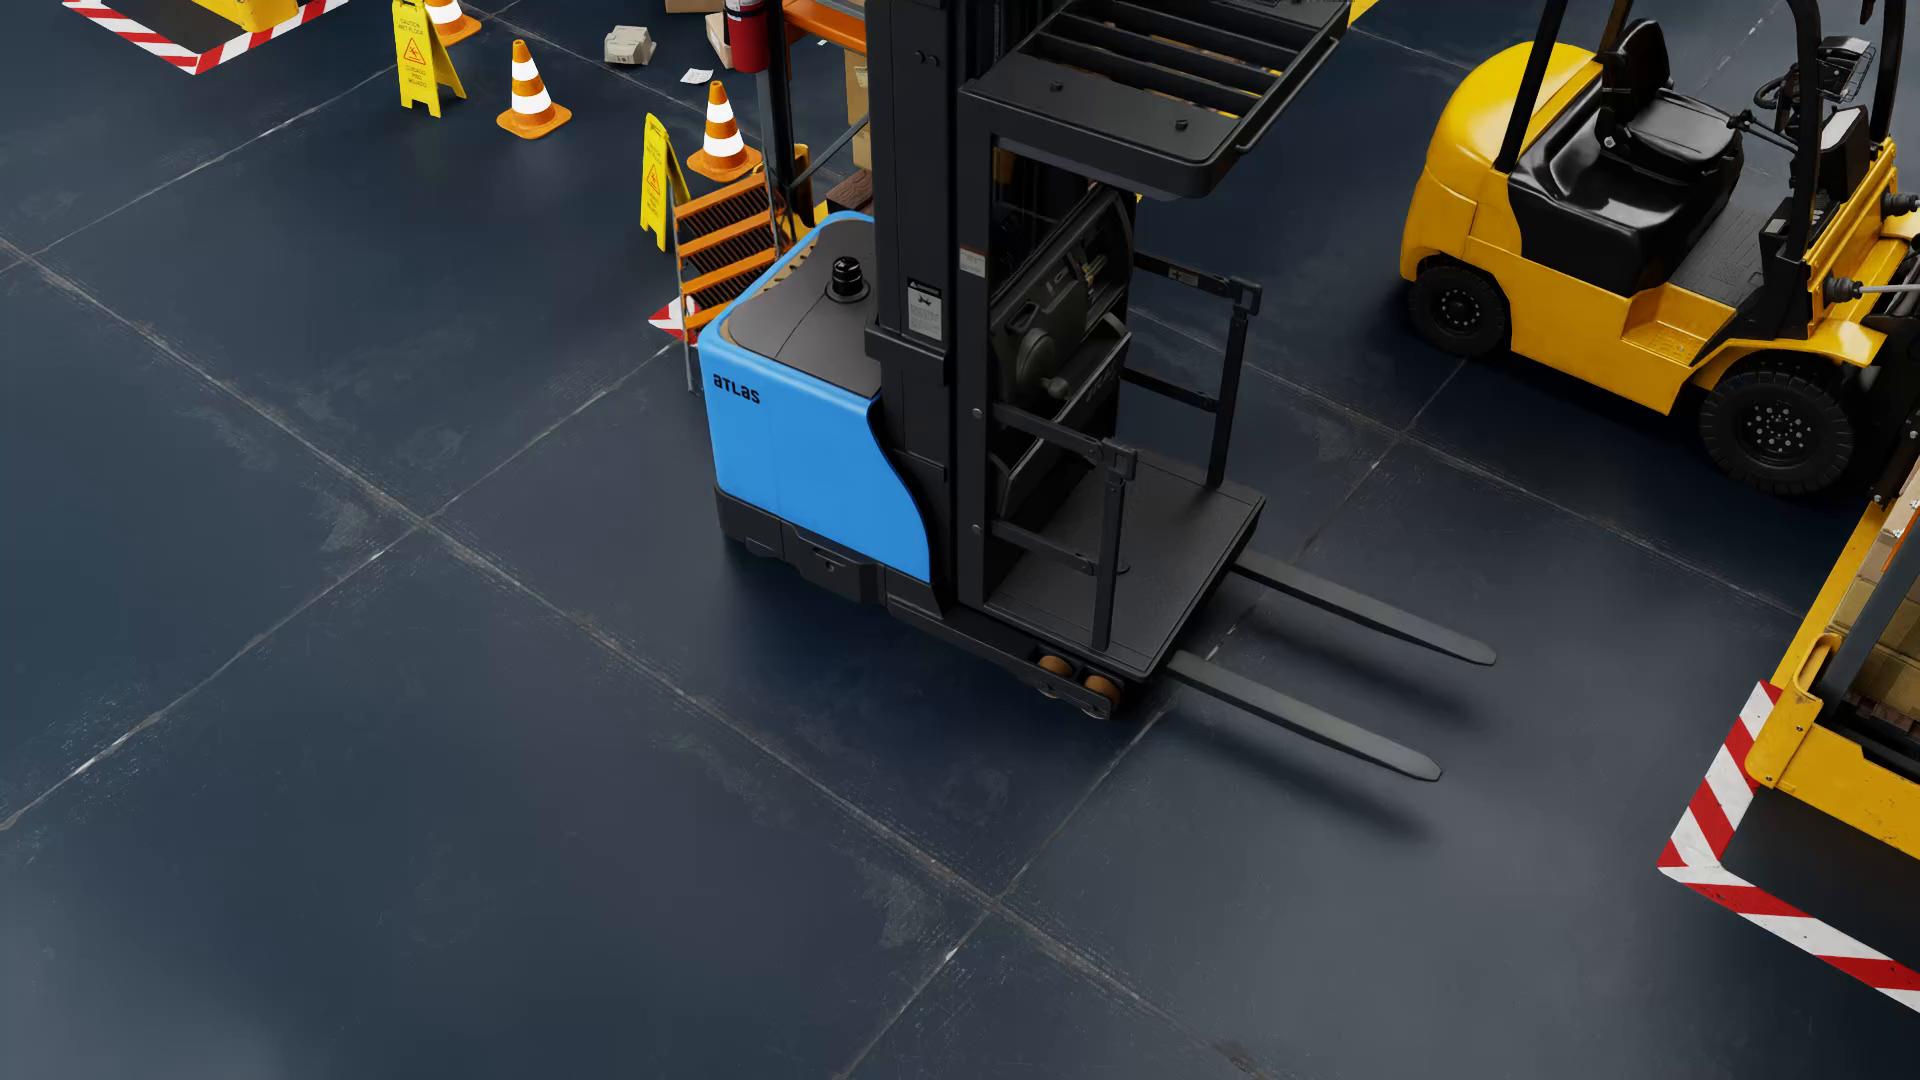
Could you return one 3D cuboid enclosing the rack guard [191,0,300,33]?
[{"bbox_3d":[-4.483,-3.485,9.898,1.175,0.500,0.348,29,53,25],"label":"rack guard"}]

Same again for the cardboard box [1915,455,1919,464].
[{"bbox_3d":[4.105,-0.411,6.499,0.500,0.250,0.500,28,52,24],"label":"cardboard box"}]

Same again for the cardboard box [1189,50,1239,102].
[{"bbox_3d":[1.176,-2.661,8.993,0.500,0.250,0.500,30,53,26],"label":"cardboard box"}]

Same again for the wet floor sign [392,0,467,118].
[{"bbox_3d":[-2.919,-2.657,9.007,0.267,0.644,0.232,21,50,19],"label":"wet floor sign"}]

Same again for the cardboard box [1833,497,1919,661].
[{"bbox_3d":[3.491,0.176,5.938,0.500,0.250,0.500,29,53,25],"label":"cardboard box"}]

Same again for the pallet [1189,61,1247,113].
[{"bbox_3d":[0.828,-2.457,9.115,1.003,0.211,1.213,29,53,25],"label":"pallet"}]

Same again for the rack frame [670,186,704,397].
[{"bbox_3d":[-1.220,-1.104,7.608,0.015,0.240,1.200,-19,58,14],"label":"rack frame"}]

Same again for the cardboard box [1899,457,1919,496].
[{"bbox_3d":[3.783,-0.277,6.024,0.500,0.250,0.500,30,53,26],"label":"cardboard box"}]

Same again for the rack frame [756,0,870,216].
[{"bbox_3d":[-0.489,-2.232,6.972,1.000,3.000,0.127,29,53,25],"label":"rack frame"}]

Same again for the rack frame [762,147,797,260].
[{"bbox_3d":[-0.773,-1.259,7.491,0.015,0.240,1.200,-19,58,14],"label":"rack frame"}]

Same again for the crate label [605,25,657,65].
[{"bbox_3d":[-1.902,-2.833,9.526,0.250,0.136,0.298,6,47,5],"label":"crate label"}]

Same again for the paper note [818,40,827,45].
[{"bbox_3d":[-0.779,-2.915,9.692,0.032,0.001,0.123,29,53,25],"label":"paper note"}]

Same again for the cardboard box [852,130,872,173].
[{"bbox_3d":[-0.193,-2.023,8.383,0.500,0.250,0.500,29,53,25],"label":"cardboard box"}]

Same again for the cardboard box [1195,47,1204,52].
[{"bbox_3d":[1.186,-2.934,8.735,0.500,0.500,0.500,32,54,27],"label":"cardboard box"}]

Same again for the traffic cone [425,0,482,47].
[{"bbox_3d":[-3.020,-3.162,9.616,0.336,0.463,0.334,29,53,25],"label":"traffic cone"}]

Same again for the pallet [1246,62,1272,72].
[{"bbox_3d":[1.574,-3.158,9.785,1.003,0.211,1.213,29,53,25],"label":"pallet"}]

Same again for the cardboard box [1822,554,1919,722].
[{"bbox_3d":[3.478,0.356,6.111,0.500,0.250,0.500,30,53,25],"label":"cardboard box"}]

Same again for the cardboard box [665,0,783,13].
[{"bbox_3d":[-1.419,-3.494,9.904,0.797,0.503,0.637,-2,46,-2],"label":"cardboard box"}]

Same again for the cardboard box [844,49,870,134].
[{"bbox_3d":[-0.206,-2.260,8.092,0.500,0.500,0.500,30,53,25],"label":"cardboard box"}]

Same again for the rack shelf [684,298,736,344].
[{"bbox_3d":[-0.954,-0.957,7.414,0.480,0.258,0.148,-19,58,14],"label":"rack shelf"}]

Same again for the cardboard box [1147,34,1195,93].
[{"bbox_3d":[0.866,-2.624,8.439,0.500,0.500,0.500,30,53,26],"label":"cardboard box"}]

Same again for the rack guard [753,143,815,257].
[{"bbox_3d":[-0.443,-1.412,7.918,1.175,0.500,0.348,29,53,25],"label":"rack guard"}]

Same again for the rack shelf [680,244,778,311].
[{"bbox_3d":[-0.986,-1.125,7.515,0.480,0.258,0.148,-19,58,14],"label":"rack shelf"}]

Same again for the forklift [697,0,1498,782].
[{"bbox_3d":[0.535,-0.782,5.635,3.031,2.935,1.130,23,51,21],"label":"forklift"}]

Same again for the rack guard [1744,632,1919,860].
[{"bbox_3d":[3.426,0.837,5.769,1.175,0.500,0.348,29,53,25],"label":"rack guard"}]

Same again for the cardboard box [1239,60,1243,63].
[{"bbox_3d":[1.490,-2.950,9.269,0.500,0.250,0.500,28,52,24],"label":"cardboard box"}]

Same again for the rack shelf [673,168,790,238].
[{"bbox_3d":[-1.059,-1.513,7.750,0.480,0.258,0.148,-19,58,14],"label":"rack shelf"}]

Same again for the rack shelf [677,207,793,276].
[{"bbox_3d":[-1.021,-1.314,7.629,0.480,0.258,0.148,-19,58,14],"label":"rack shelf"}]

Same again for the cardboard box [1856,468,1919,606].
[{"bbox_3d":[3.476,0.018,5.743,0.500,0.250,0.500,31,54,26],"label":"cardboard box"}]

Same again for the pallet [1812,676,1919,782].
[{"bbox_3d":[3.876,0.467,6.322,1.003,0.211,1.213,29,53,25],"label":"pallet"}]

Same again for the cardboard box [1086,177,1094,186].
[{"bbox_3d":[0.541,-2.055,8.415,0.500,0.250,0.500,31,54,26],"label":"cardboard box"}]

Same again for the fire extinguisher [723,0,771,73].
[{"bbox_3d":[-0.924,-2.344,7.132,0.296,0.674,0.183,29,53,25],"label":"fire extinguisher"}]

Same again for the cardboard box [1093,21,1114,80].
[{"bbox_3d":[0.553,-2.341,8.169,0.500,0.500,0.500,27,52,24],"label":"cardboard box"}]

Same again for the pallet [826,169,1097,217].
[{"bbox_3d":[0.082,-1.762,8.451,1.003,0.211,1.213,29,53,25],"label":"pallet"}]

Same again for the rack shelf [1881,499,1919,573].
[{"bbox_3d":[4.664,-0.936,6.232,1.077,0.370,4.000,29,53,25],"label":"rack shelf"}]

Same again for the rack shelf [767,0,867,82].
[{"bbox_3d":[0.734,-3.128,8.326,1.077,0.370,4.000,29,53,25],"label":"rack shelf"}]

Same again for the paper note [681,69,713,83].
[{"bbox_3d":[-1.486,-2.627,9.403,0.148,0.019,0.142,13,48,12],"label":"paper note"}]

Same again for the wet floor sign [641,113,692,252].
[{"bbox_3d":[-1.452,-1.783,8.172,0.232,0.644,0.267,-25,51,-22],"label":"wet floor sign"}]

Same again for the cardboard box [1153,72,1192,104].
[{"bbox_3d":[0.865,-2.373,8.718,0.500,0.250,0.500,33,54,27],"label":"cardboard box"}]

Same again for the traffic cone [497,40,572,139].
[{"bbox_3d":[-2.333,-2.468,8.953,0.336,0.463,0.334,29,53,25],"label":"traffic cone"}]

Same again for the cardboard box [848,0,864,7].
[{"bbox_3d":[-0.430,-2.454,7.358,0.380,0.149,0.250,31,54,26],"label":"cardboard box"}]

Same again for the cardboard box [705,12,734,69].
[{"bbox_3d":[-1.287,-2.890,9.572,0.250,0.149,0.380,-17,49,-15],"label":"cardboard box"}]

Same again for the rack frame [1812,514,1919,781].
[{"bbox_3d":[3.441,-0.040,4.878,1.000,3.000,0.127,29,53,25],"label":"rack frame"}]

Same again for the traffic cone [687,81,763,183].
[{"bbox_3d":[-1.247,-2.172,8.670,0.336,0.463,0.334,29,53,25],"label":"traffic cone"}]

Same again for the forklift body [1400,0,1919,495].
[{"bbox_3d":[3.157,-1.638,6.992,2.313,2.155,1.214,29,53,25],"label":"forklift body"}]

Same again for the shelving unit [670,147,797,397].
[{"bbox_3d":[-0.997,-1.181,7.549,0.503,0.258,1.200,-19,58,14],"label":"shelving unit"}]
